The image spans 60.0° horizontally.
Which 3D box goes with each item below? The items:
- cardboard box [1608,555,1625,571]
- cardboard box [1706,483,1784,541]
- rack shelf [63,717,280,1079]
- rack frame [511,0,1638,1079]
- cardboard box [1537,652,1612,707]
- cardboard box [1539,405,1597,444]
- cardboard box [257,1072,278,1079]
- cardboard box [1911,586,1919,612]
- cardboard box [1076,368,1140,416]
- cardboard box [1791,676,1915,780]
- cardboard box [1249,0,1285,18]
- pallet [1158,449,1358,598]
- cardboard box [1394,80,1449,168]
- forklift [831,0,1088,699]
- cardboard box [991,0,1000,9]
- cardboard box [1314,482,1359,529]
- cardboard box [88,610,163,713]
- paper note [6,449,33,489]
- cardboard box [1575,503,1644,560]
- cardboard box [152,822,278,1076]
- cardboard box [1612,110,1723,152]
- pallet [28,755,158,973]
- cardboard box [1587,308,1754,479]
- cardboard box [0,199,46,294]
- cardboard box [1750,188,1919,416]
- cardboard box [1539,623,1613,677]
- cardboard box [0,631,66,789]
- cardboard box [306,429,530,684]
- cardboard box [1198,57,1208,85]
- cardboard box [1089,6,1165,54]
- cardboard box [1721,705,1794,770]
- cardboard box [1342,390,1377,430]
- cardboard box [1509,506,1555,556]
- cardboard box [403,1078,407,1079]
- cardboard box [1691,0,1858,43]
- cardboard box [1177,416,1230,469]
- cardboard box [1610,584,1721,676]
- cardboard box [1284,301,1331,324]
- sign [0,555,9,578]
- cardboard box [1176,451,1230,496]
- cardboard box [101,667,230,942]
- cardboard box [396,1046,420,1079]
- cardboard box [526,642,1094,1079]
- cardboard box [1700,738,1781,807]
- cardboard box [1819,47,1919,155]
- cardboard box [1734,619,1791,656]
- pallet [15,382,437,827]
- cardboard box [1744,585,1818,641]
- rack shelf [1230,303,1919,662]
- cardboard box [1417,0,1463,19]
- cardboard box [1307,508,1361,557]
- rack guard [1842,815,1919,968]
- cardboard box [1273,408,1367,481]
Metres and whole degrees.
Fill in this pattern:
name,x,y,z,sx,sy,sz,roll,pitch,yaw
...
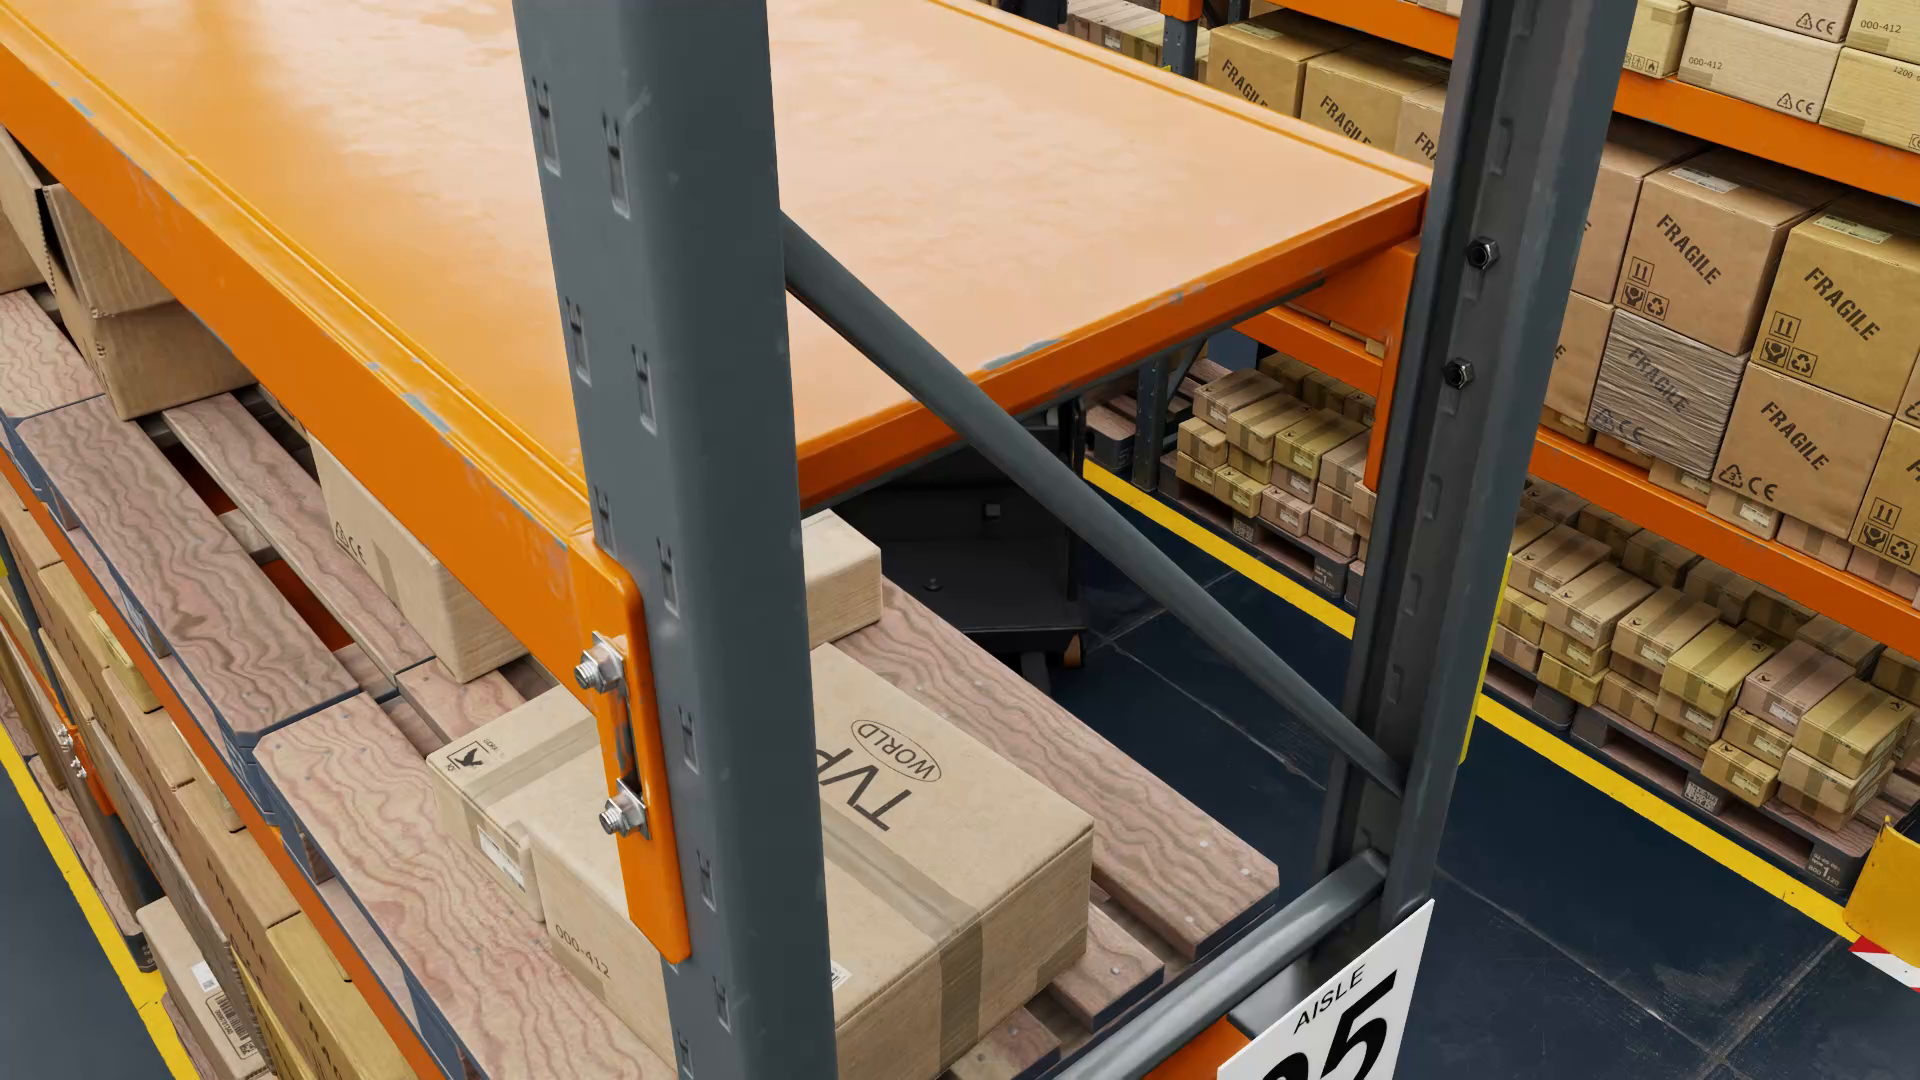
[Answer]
name,x,y,z,sx,sy,sz,roll,pitch,yaw
cardboard box,2.858,0.079,7.389,0.380,0.149,0.250,-24,42,-30
cardboard box,2.978,-0.176,6.121,0.380,0.149,0.250,-25,42,-31
rack shelf,-1.115,1.394,4.309,1.077,0.370,4.000,-26,43,-32
rack frame,0.176,-0.465,1.120,1.000,3.000,0.127,-26,43,-32
cardboard box,2.663,0.512,7.035,0.380,0.149,0.250,-28,44,-34
cardboard box,2.518,-0.556,6.657,0.380,0.149,0.250,-25,42,-31
cardboard box,-1.504,1.804,4.961,0.875,0.438,0.875,-27,44,-33
cardboard box,3.466,0.156,5.651,0.380,0.149,0.250,-26,43,-32
cardboard box,0.640,-1.058,8.947,0.500,0.500,0.500,-27,43,-33
cardboard box,3.357,0.703,6.251,0.380,0.149,0.250,-25,43,-31
cardboard box,3.013,-4.237,13.112,1.225,0.875,0.875,-28,44,-34
pallet,1.771,-0.252,8.424,1.003,0.211,1.213,-26,43,-32
cardboard box,2.063,-1.496,6.559,0.500,0.500,0.500,-25,42,-31
forklift,-0.021,-0.785,6.822,1.130,2.935,3.031,-2,35,-3
cardboard box,0.396,-3.019,9.256,0.380,0.149,0.250,-25,42,-30
cardboard box,1.889,-0.231,7.827,0.380,0.149,0.250,-28,44,-34
cardboard box,-1.762,0.205,3.852,0.380,0.149,0.250,-27,44,-33
paper note,-1.625,-0.124,2.868,0.006,0.032,0.123,-26,43,-32
cardboard box,2.949,-0.090,7.370,0.380,0.149,0.250,-25,42,-31
cardboard box,-1.665,0.927,4.259,0.500,0.500,0.500,-26,43,-32
cardboard box,2.824,-1.457,6.503,0.500,0.500,0.500,-28,44,-33
pallet,-2.961,1.043,6.595,1.003,0.211,1.213,-26,43,-32
cardboard box,2.742,-0.622,6.189,0.500,0.500,0.500,-26,43,-32
cardboard box,-2.186,-0.922,3.824,0.500,0.500,0.500,-25,42,-31
cardboard box,3.080,-0.811,5.590,0.500,0.500,0.500,-28,44,-33
cardboard box,2.652,0.384,6.958,0.380,0.149,0.250,-25,42,-31
cardboard box,-3.456,0.273,6.744,0.875,0.875,0.875,-25,42,-31
cardboard box,-0.752,-0.096,2.822,0.500,0.311,0.500,-25,42,-31
cardboard box,1.408,-2.331,8.285,0.380,0.149,0.250,-24,42,-30
cardboard box,0.900,-2.677,8.773,0.380,0.149,0.250,-27,43,-32
cardboard box,3.206,0.701,6.511,0.380,0.149,0.250,-27,43,-33
cardboard box,2.100,-0.659,8.174,0.380,0.149,0.250,-26,43,-32
cardboard box,2.364,0.005,7.237,0.380,0.149,0.250,-26,43,-32
cardboard box,-0.677,1.191,3.022,0.500,0.500,0.500,-26,43,-32
cardboard box,2.741,-1.835,5.348,0.500,0.250,0.500,-25,42,-31
cardboard box,1.300,-0.523,8.240,0.380,0.149,0.250,-24,42,-30
cardboard box,2.855,0.365,6.727,0.380,0.149,0.250,-28,44,-33
cardboard box,1.679,-1.139,7.481,0.380,0.149,0.250,-28,44,-34
sign,-2.814,-0.016,4.744,0.100,0.325,0.005,-26,43,-32
cardboard box,1.300,-0.401,8.324,0.380,0.149,0.250,-28,44,-34
cardboard box,-1.640,0.525,3.962,0.500,0.500,0.500,-25,42,-31
cardboard box,-0.753,0.874,2.908,0.380,0.149,0.250,-25,42,-31
cardboard box,-0.183,0.443,2.113,0.500,0.250,0.500,30,45,35
cardboard box,3.150,0.854,6.552,0.380,0.149,0.250,-25,42,-30
cardboard box,3.061,-1.395,5.159,0.500,0.250,0.500,-26,43,-32
cardboard box,3.391,0.419,6.909,0.380,0.149,0.250,-25,43,-31
pallet,-1.103,-0.067,3.231,1.003,0.211,1.213,-26,43,-32
cardboard box,3.479,0.248,6.893,0.380,0.149,0.250,-26,43,-32
rack shelf,2.601,-0.497,6.979,1.077,0.370,4.000,-26,43,-32
cardboard box,2.059,-2.079,6.124,0.500,0.250,0.500,-24,42,-30
cardboard box,1.874,-0.100,7.899,0.380,0.149,0.250,-27,43,-33
rack guard,3.843,1.079,6.294,1.175,0.500,0.348,-26,43,-32
cardboard box,1.708,-0.458,7.890,0.380,0.149,0.250,-27,43,-32
